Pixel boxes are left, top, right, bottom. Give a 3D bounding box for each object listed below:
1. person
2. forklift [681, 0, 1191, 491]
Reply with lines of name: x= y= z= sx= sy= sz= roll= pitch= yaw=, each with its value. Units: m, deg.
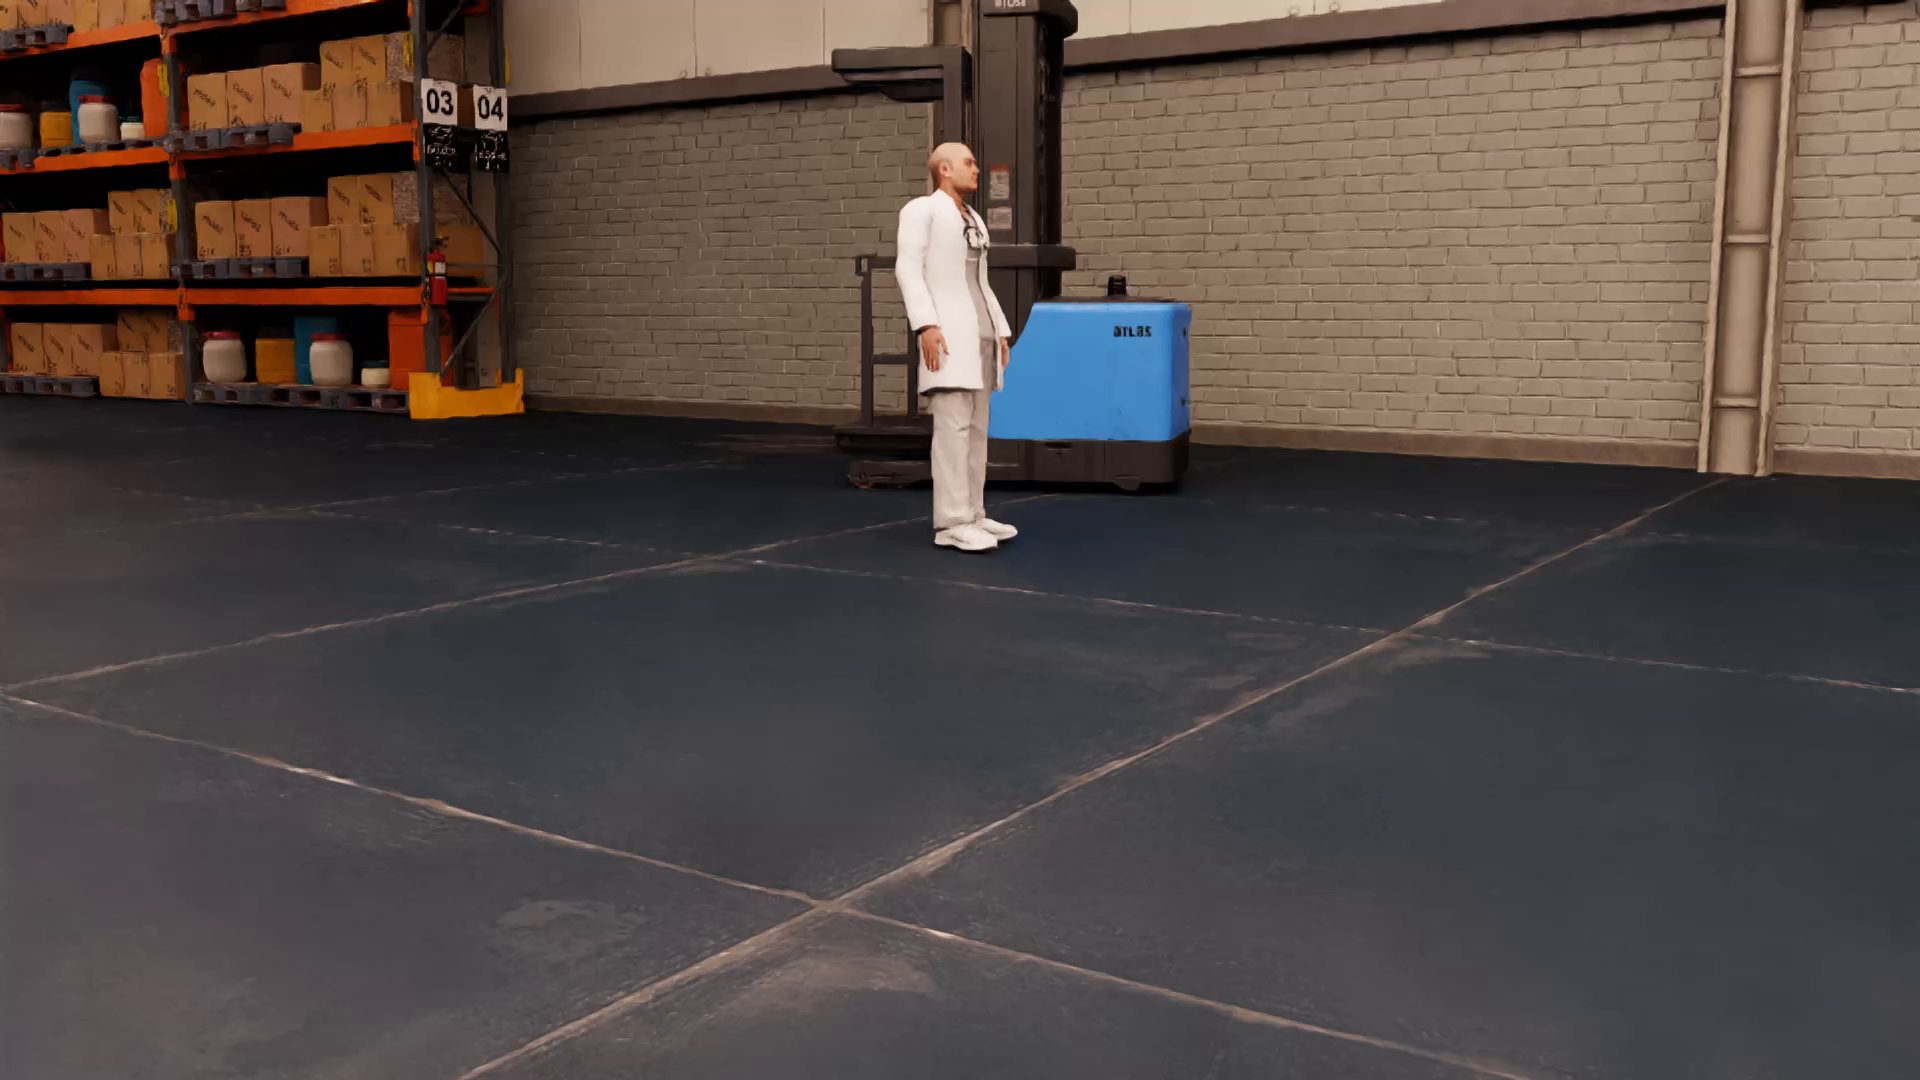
person: x=0.073 y=-0.879 z=7.423 sx=0.579 sy=1.776 sz=0.694 roll=5 pitch=10 yaw=34
forklift: x=-0.162 y=-1.816 z=9.961 sx=3.031 sy=2.935 sz=1.130 roll=2 pitch=8 yaw=14
